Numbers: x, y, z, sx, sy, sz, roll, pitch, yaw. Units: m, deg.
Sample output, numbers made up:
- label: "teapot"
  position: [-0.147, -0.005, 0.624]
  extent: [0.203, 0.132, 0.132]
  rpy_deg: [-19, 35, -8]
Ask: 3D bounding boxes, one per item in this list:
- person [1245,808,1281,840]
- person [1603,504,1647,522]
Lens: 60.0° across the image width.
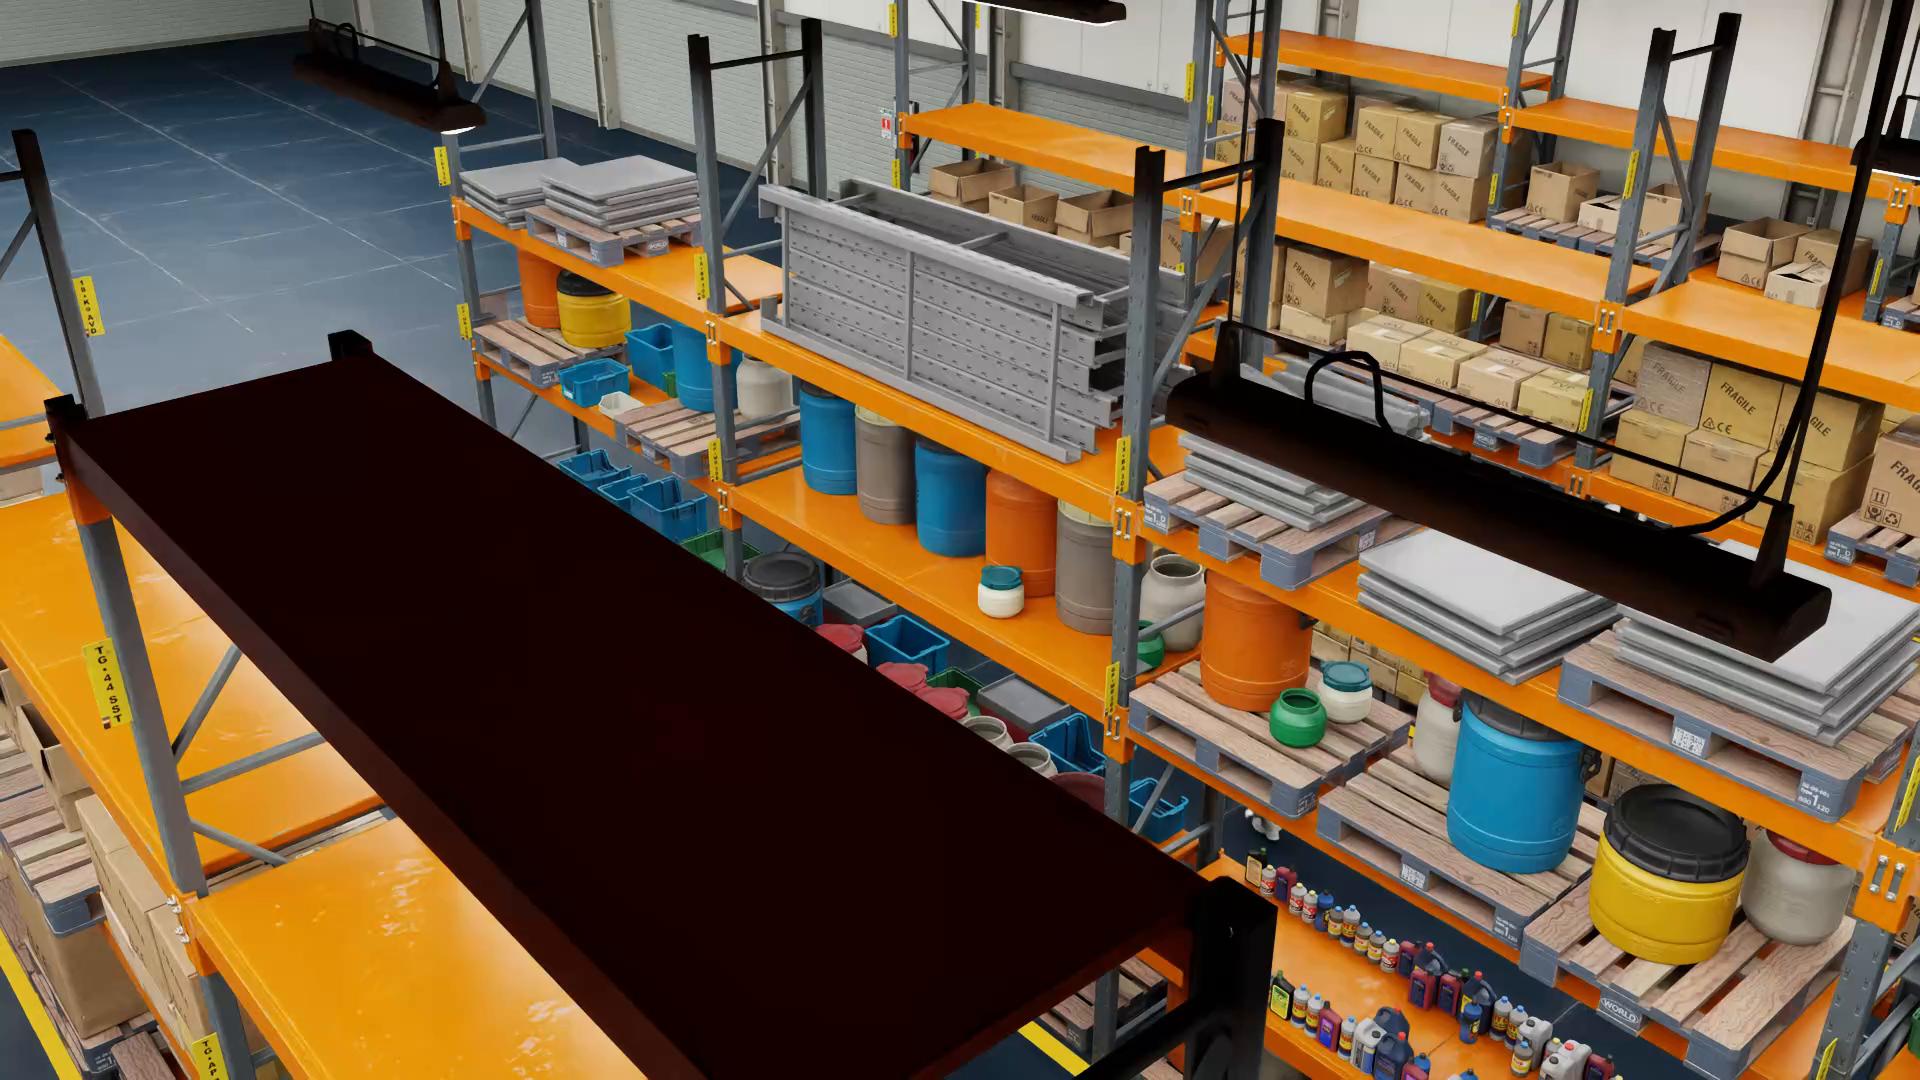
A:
- label: "person"
  position: [2.301, 1.514, 12.854]
  extent: [0.546, 1.586, 0.711]
  rpy_deg: [-14, 30, -26]
- label: "person"
  position: [5.892, 0.214, 15.180]
  extent: [0.581, 1.775, 0.542]
  rpy_deg: [-14, 30, -25]
